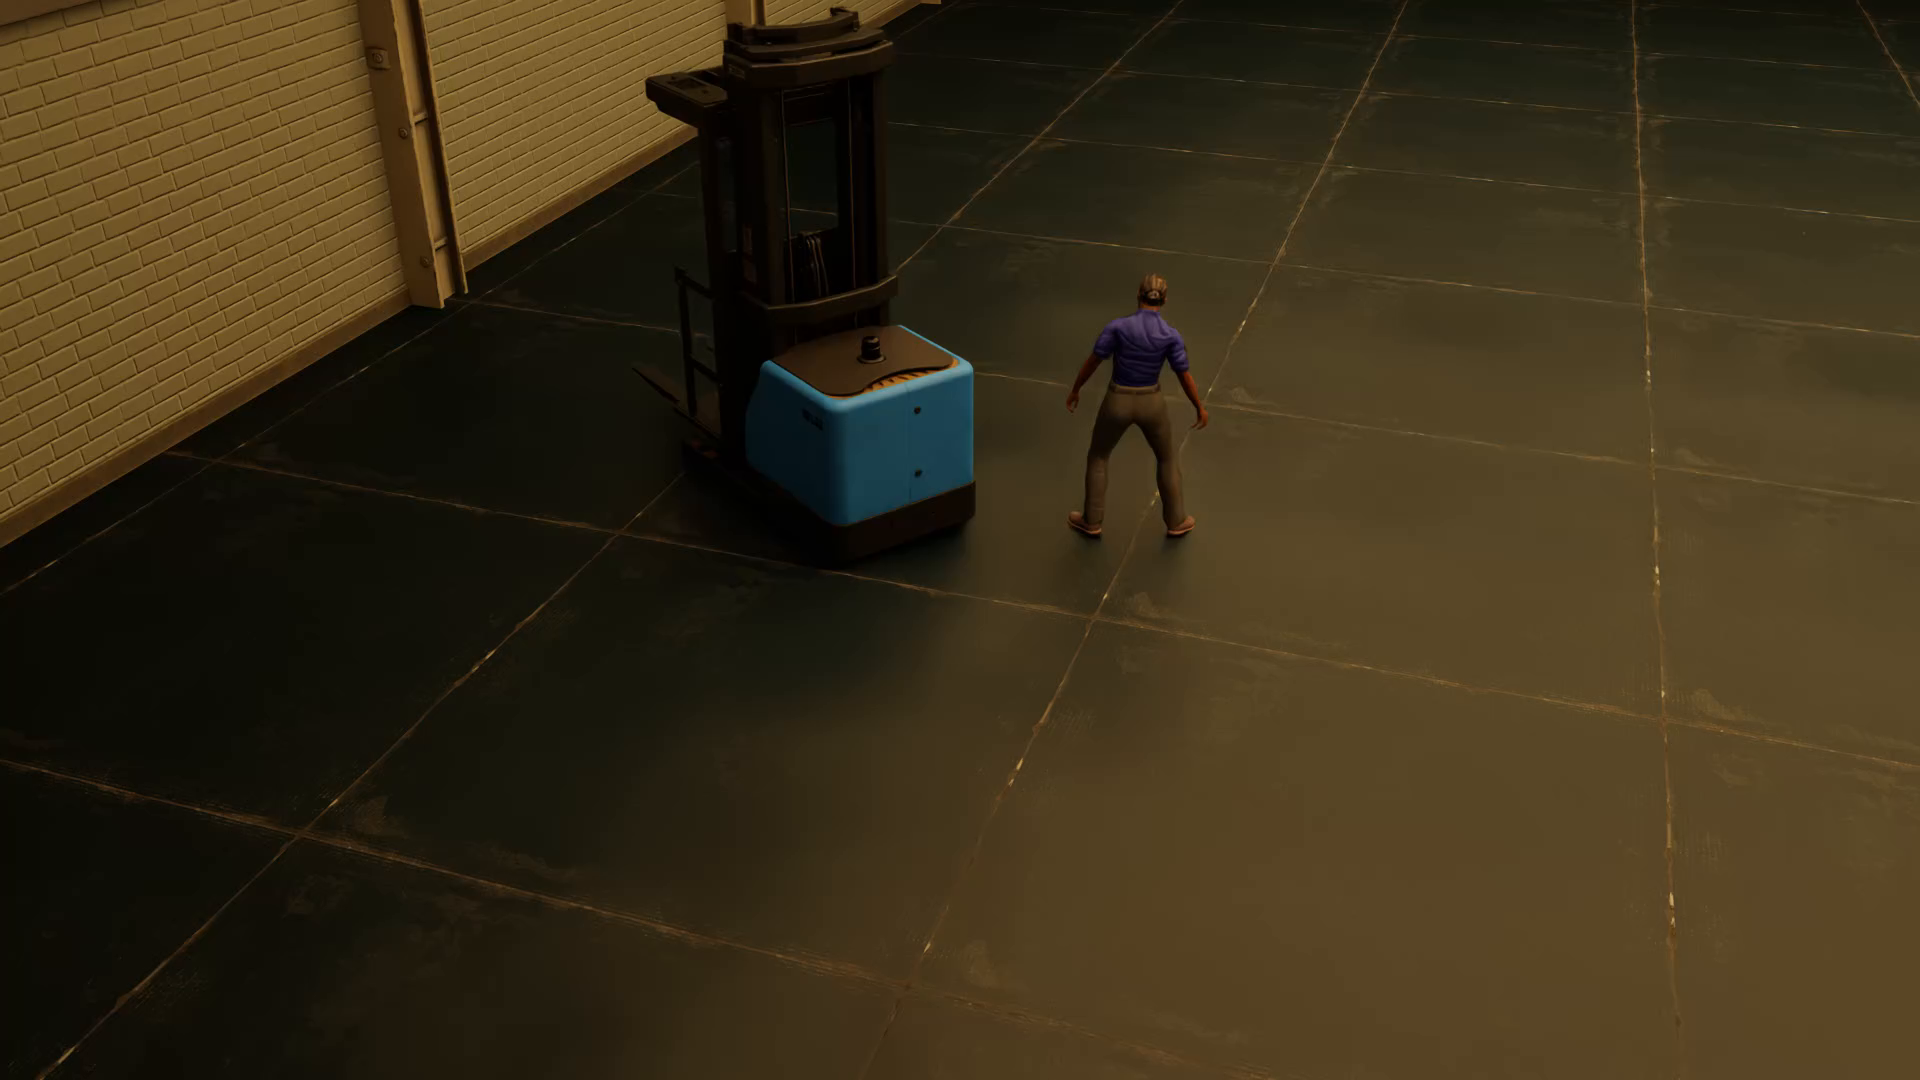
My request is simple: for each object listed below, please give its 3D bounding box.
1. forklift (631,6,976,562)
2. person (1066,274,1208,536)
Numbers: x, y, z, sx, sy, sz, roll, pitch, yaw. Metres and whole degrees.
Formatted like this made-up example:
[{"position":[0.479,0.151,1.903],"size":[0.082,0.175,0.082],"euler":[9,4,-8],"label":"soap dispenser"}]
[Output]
[{"position":[-1.180,-1.821,10.332],"size":[1.130,2.935,3.031],"euler":[-20,35,-31],"label":"forklift"},{"position":[1.054,-0.782,9.884],"size":[0.847,1.610,0.373],"euler":[2,30,3],"label":"person"}]
